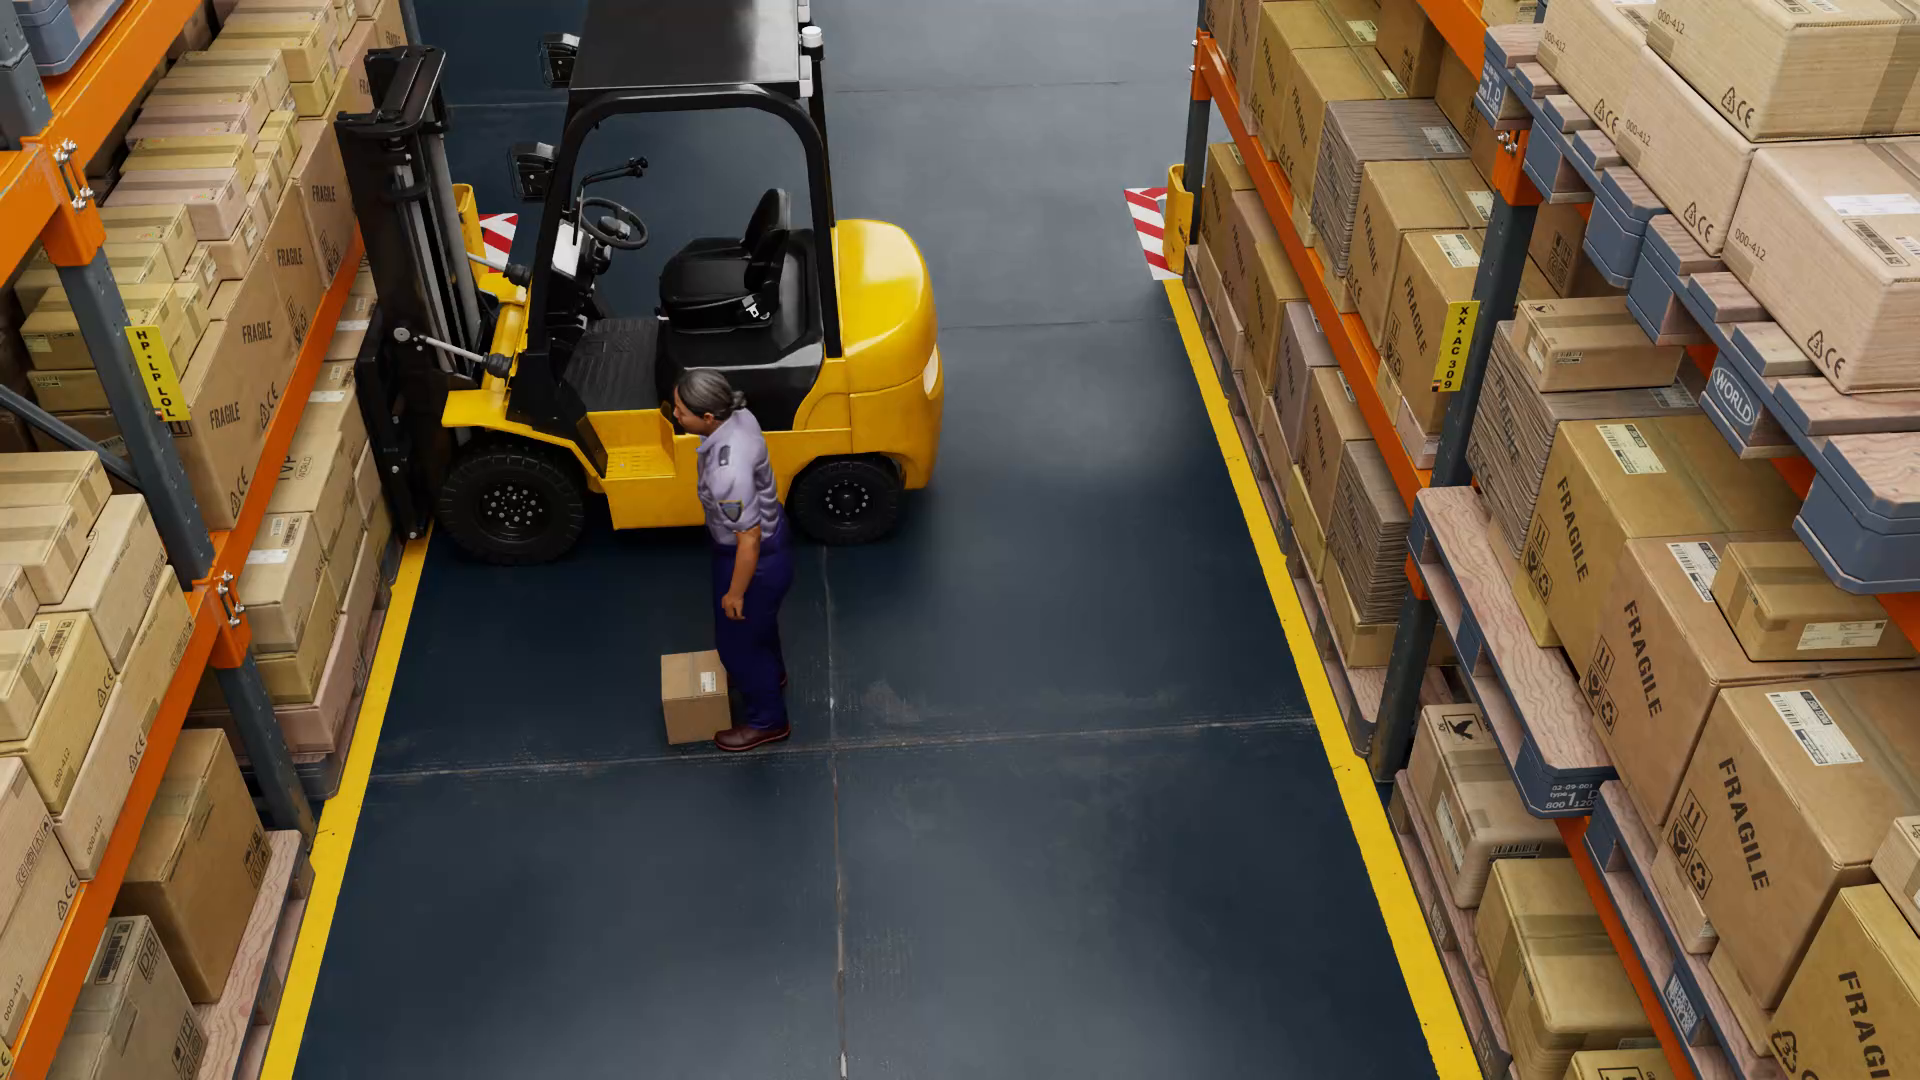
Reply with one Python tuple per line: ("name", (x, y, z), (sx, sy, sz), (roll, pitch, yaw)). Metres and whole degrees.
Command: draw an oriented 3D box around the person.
("person", (-0.795, 0.051, 6.098), (0.367, 1.651, 0.549), (-4, 40, -5))
